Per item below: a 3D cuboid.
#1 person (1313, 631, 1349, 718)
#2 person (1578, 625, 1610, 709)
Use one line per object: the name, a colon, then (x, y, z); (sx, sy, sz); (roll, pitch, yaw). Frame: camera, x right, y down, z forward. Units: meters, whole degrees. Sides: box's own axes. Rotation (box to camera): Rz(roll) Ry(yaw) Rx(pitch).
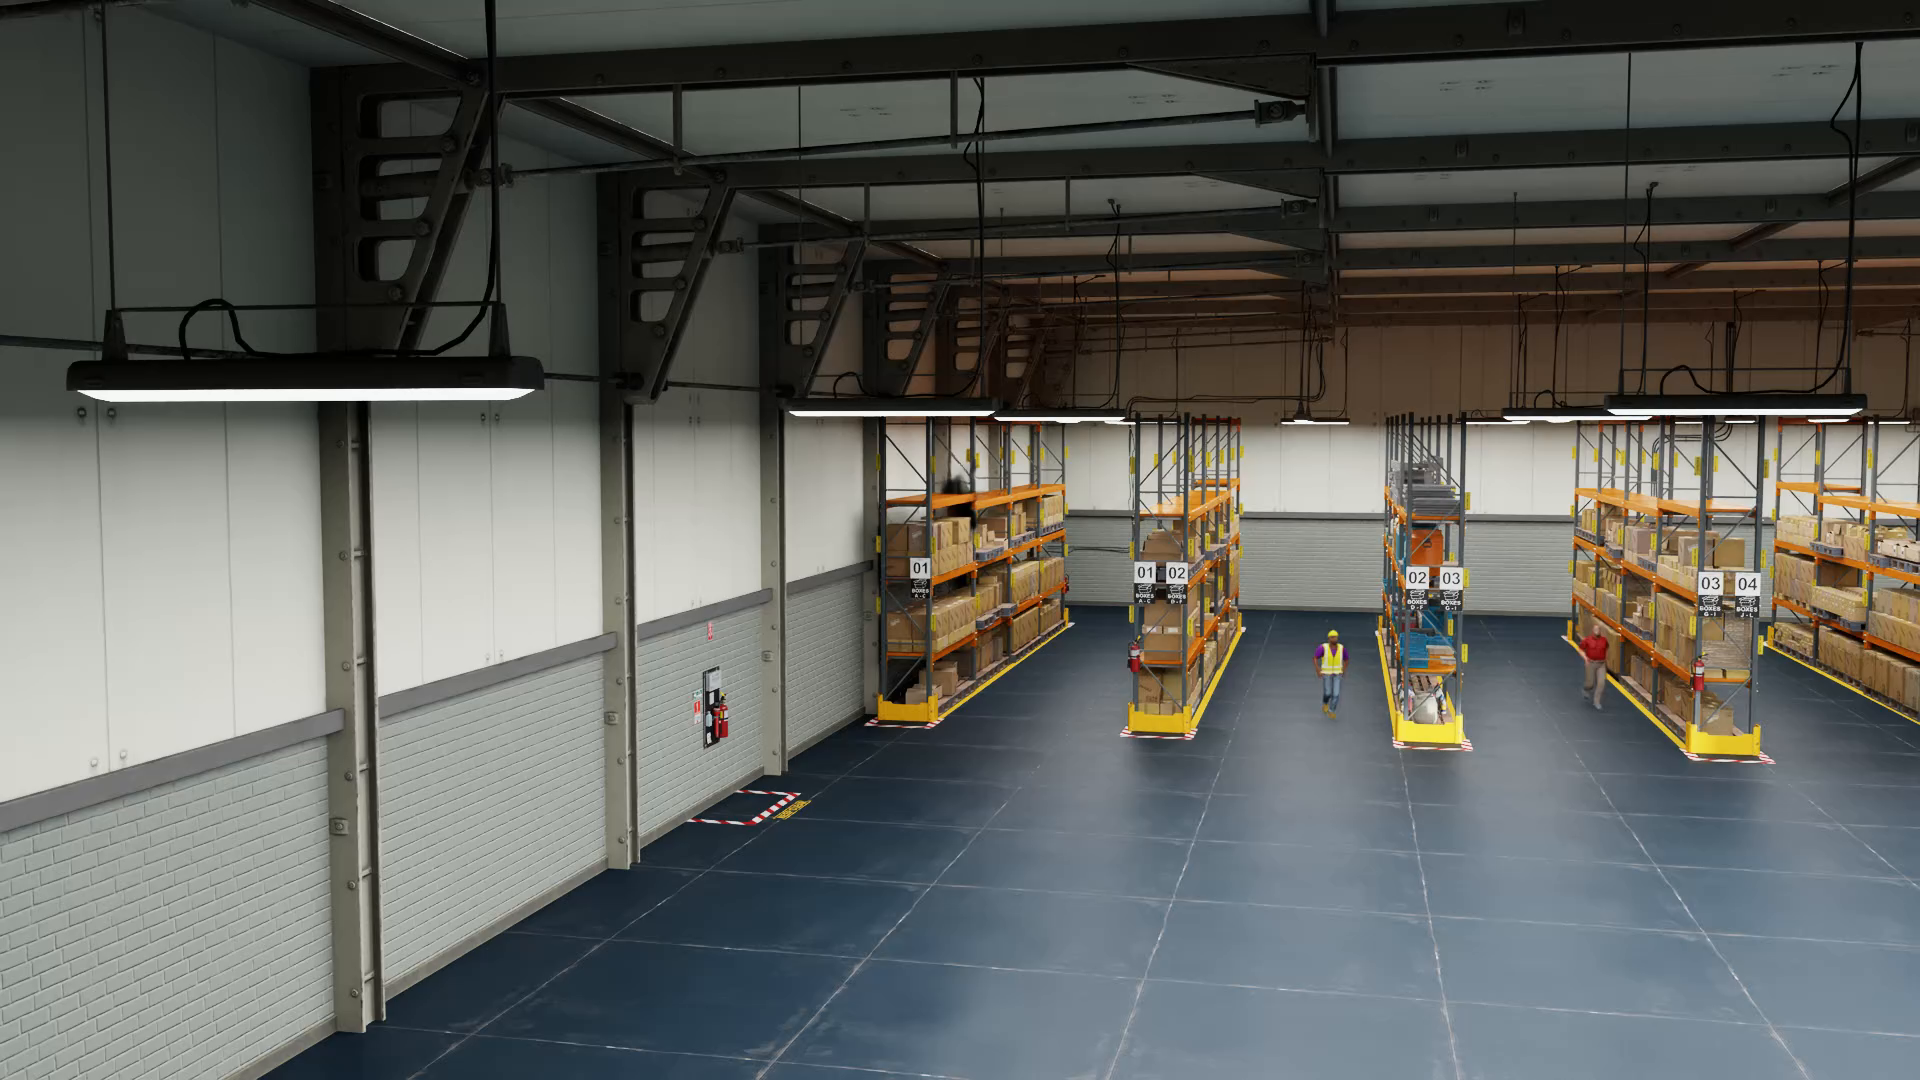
person: (7.336, 2.641, 32.825); (0.693, 1.726, 0.546); (0, 4, 5)
person: (13.033, 2.583, 34.139); (0.662, 1.707, 0.775); (0, 4, 3)
